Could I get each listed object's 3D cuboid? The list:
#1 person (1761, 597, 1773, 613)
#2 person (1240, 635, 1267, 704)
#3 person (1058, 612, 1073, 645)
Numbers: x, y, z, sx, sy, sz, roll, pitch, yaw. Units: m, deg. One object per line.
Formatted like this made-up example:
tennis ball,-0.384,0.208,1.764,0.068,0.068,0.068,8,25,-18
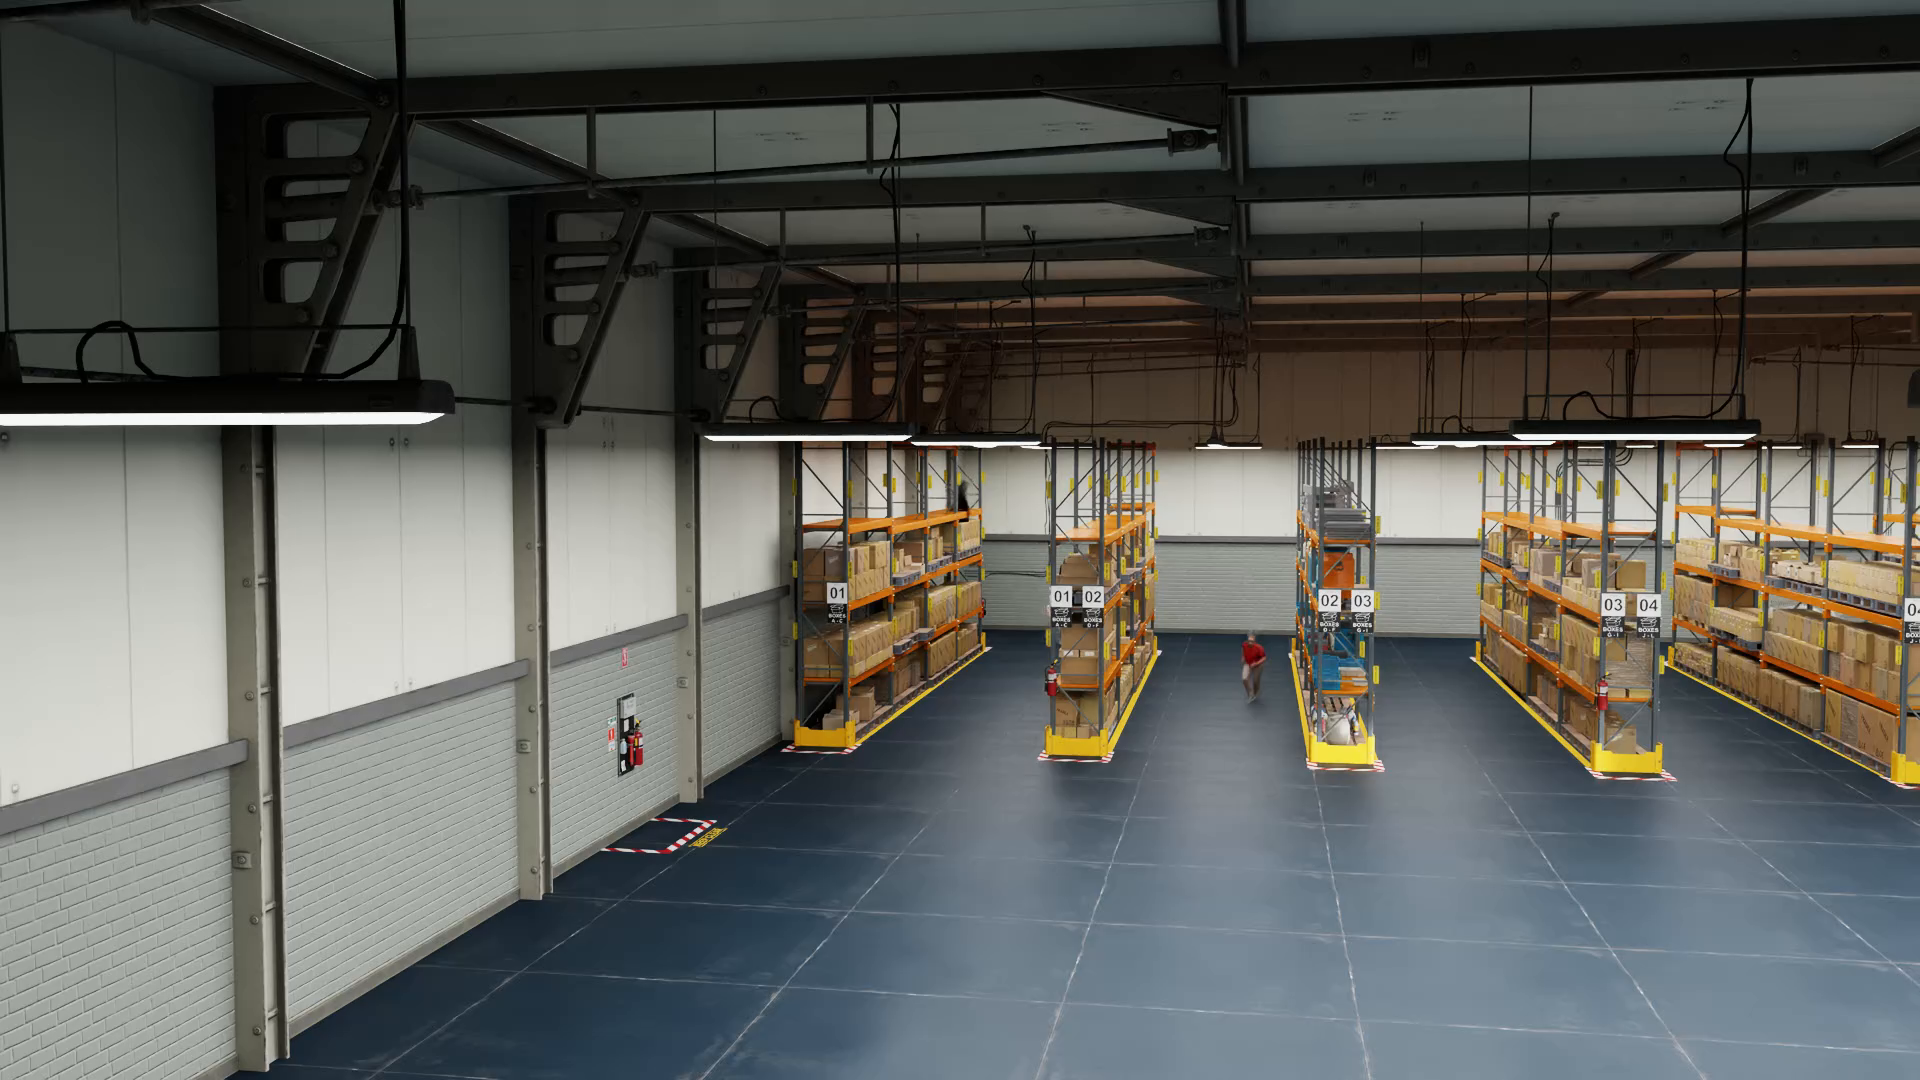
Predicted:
person,21.973,2.440,45.379,0.761,1.791,0.677,0,3,1
person,6.731,2.917,38.040,0.675,1.569,1.092,1,3,24
person,3.160,2.284,49.550,0.720,1.684,0.529,-2,4,-38
